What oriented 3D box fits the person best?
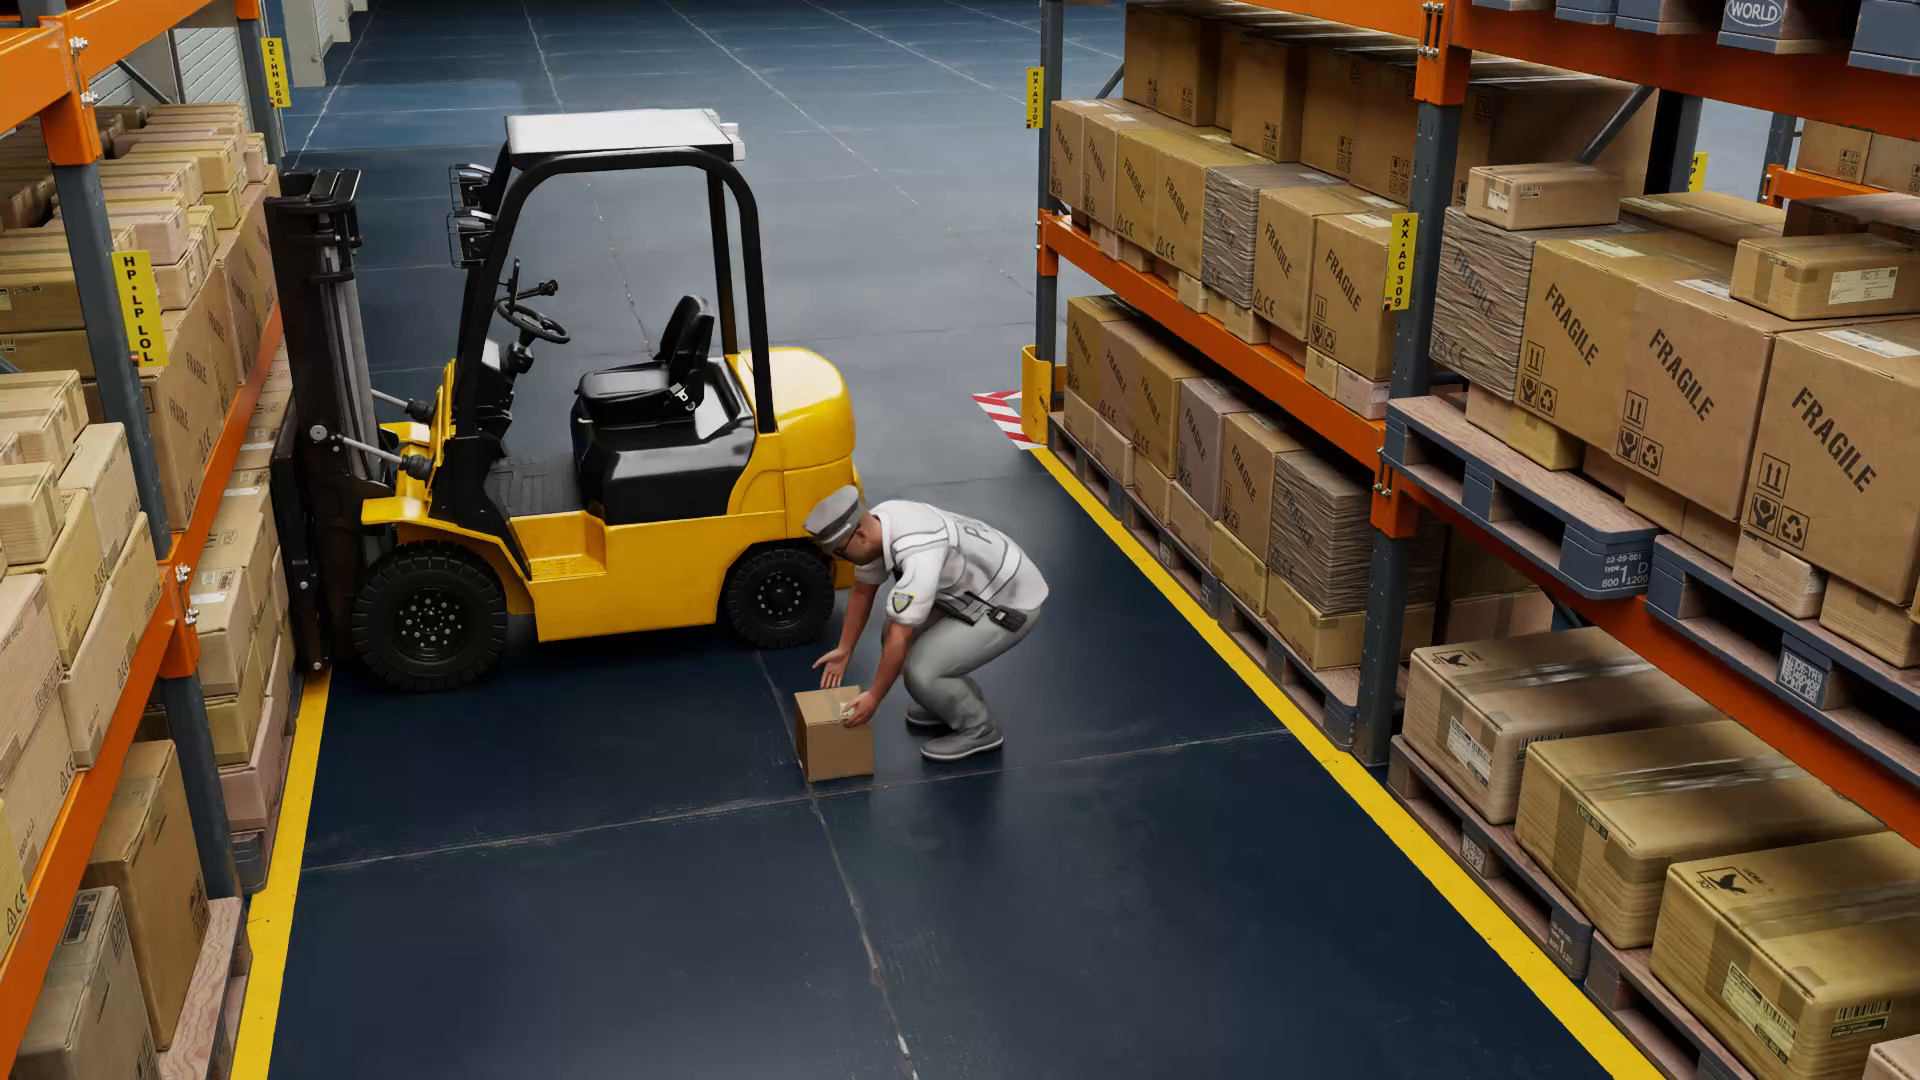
[{"bbox_3d":[-0.125,0.284,6.258,0.928,1.099,0.578,-6,24,-14],"label":"person"}]
